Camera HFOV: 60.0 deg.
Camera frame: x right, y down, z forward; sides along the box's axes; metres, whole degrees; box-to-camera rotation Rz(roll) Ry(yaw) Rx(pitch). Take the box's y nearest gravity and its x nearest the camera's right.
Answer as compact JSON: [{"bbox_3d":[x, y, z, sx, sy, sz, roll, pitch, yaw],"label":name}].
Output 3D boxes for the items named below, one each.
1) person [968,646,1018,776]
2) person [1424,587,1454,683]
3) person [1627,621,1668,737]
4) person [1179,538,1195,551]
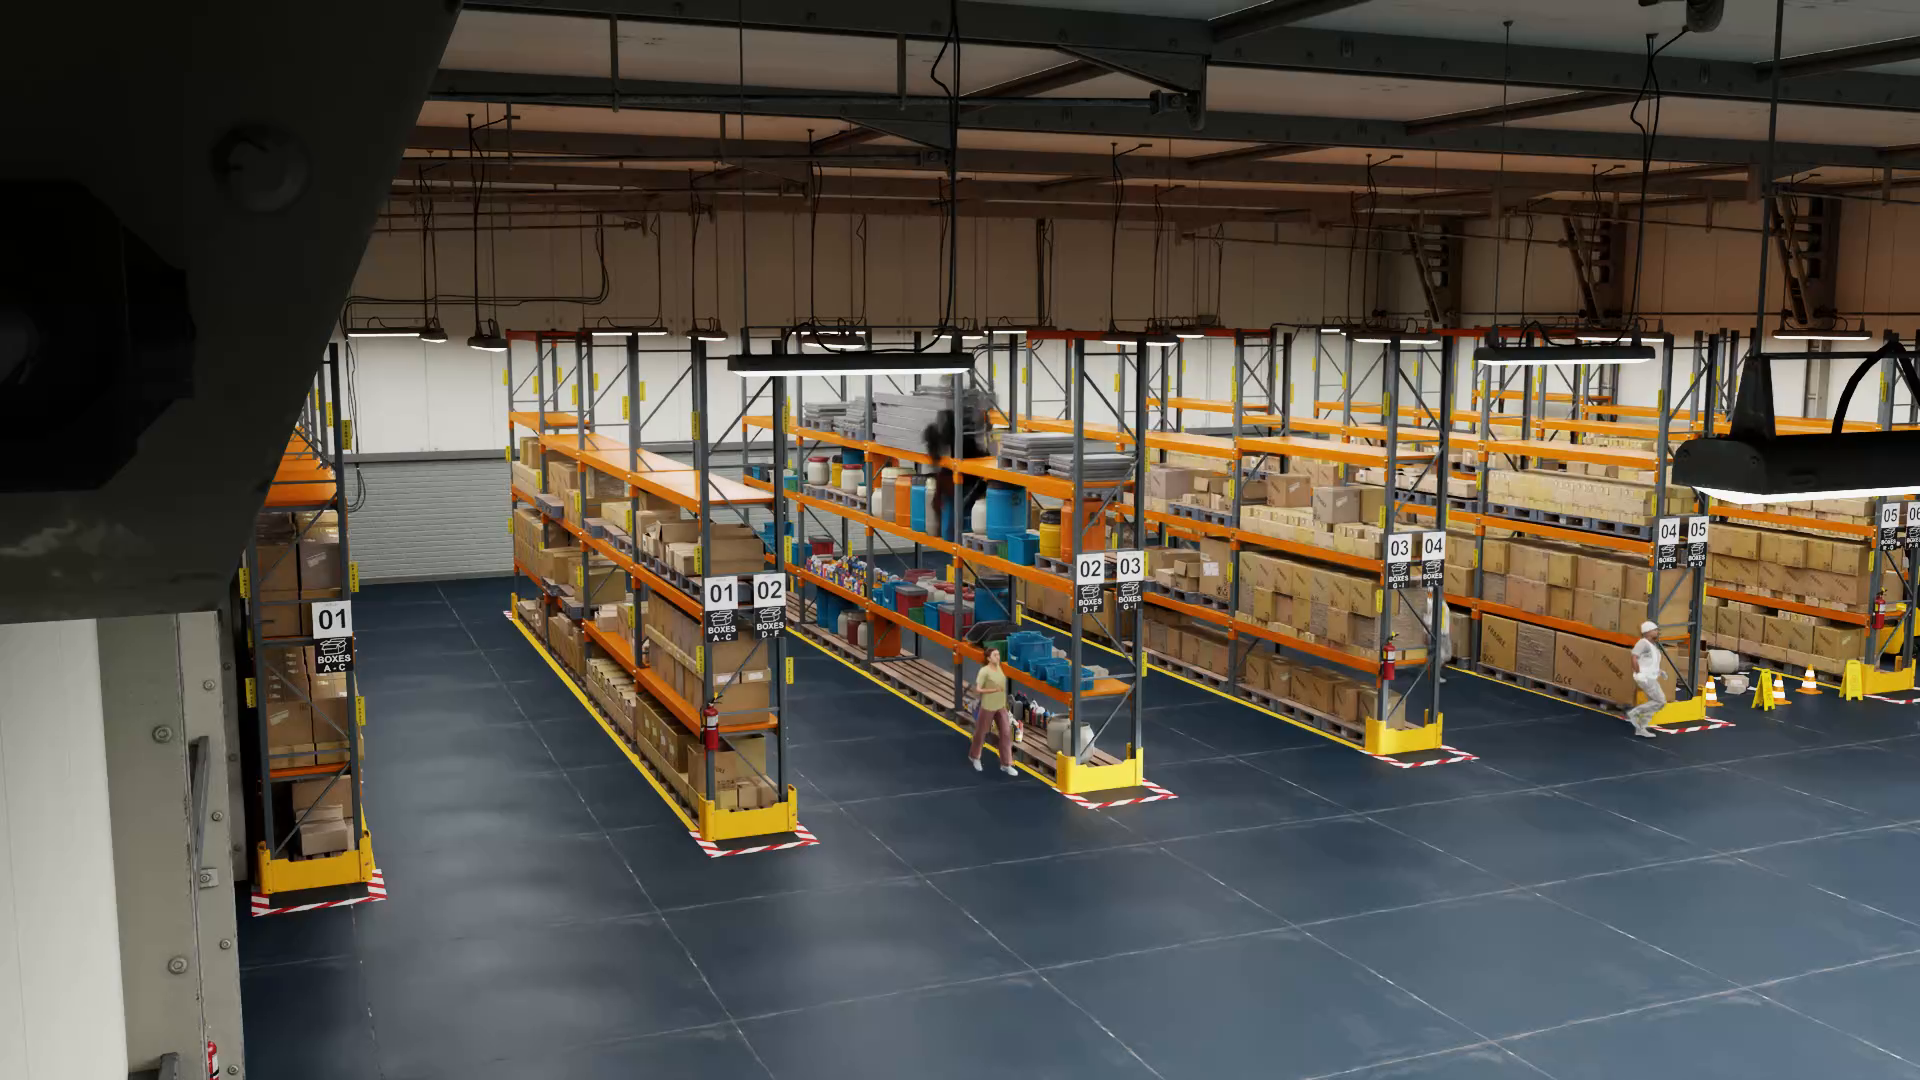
[{"bbox_3d":[0.453,2.253,22.010,0.583,1.706,0.879,-6,10,-39],"label":"person"},{"bbox_3d":[8.204,1.585,28.671,0.657,1.721,0.612,-5,9,-30],"label":"person"},{"bbox_3d":[10.391,2.090,25.045,0.536,1.719,0.715,5,9,31],"label":"person"},{"bbox_3d":[5.694,-0.219,42.160,0.874,1.724,0.600,-4,9,-29],"label":"person"}]
